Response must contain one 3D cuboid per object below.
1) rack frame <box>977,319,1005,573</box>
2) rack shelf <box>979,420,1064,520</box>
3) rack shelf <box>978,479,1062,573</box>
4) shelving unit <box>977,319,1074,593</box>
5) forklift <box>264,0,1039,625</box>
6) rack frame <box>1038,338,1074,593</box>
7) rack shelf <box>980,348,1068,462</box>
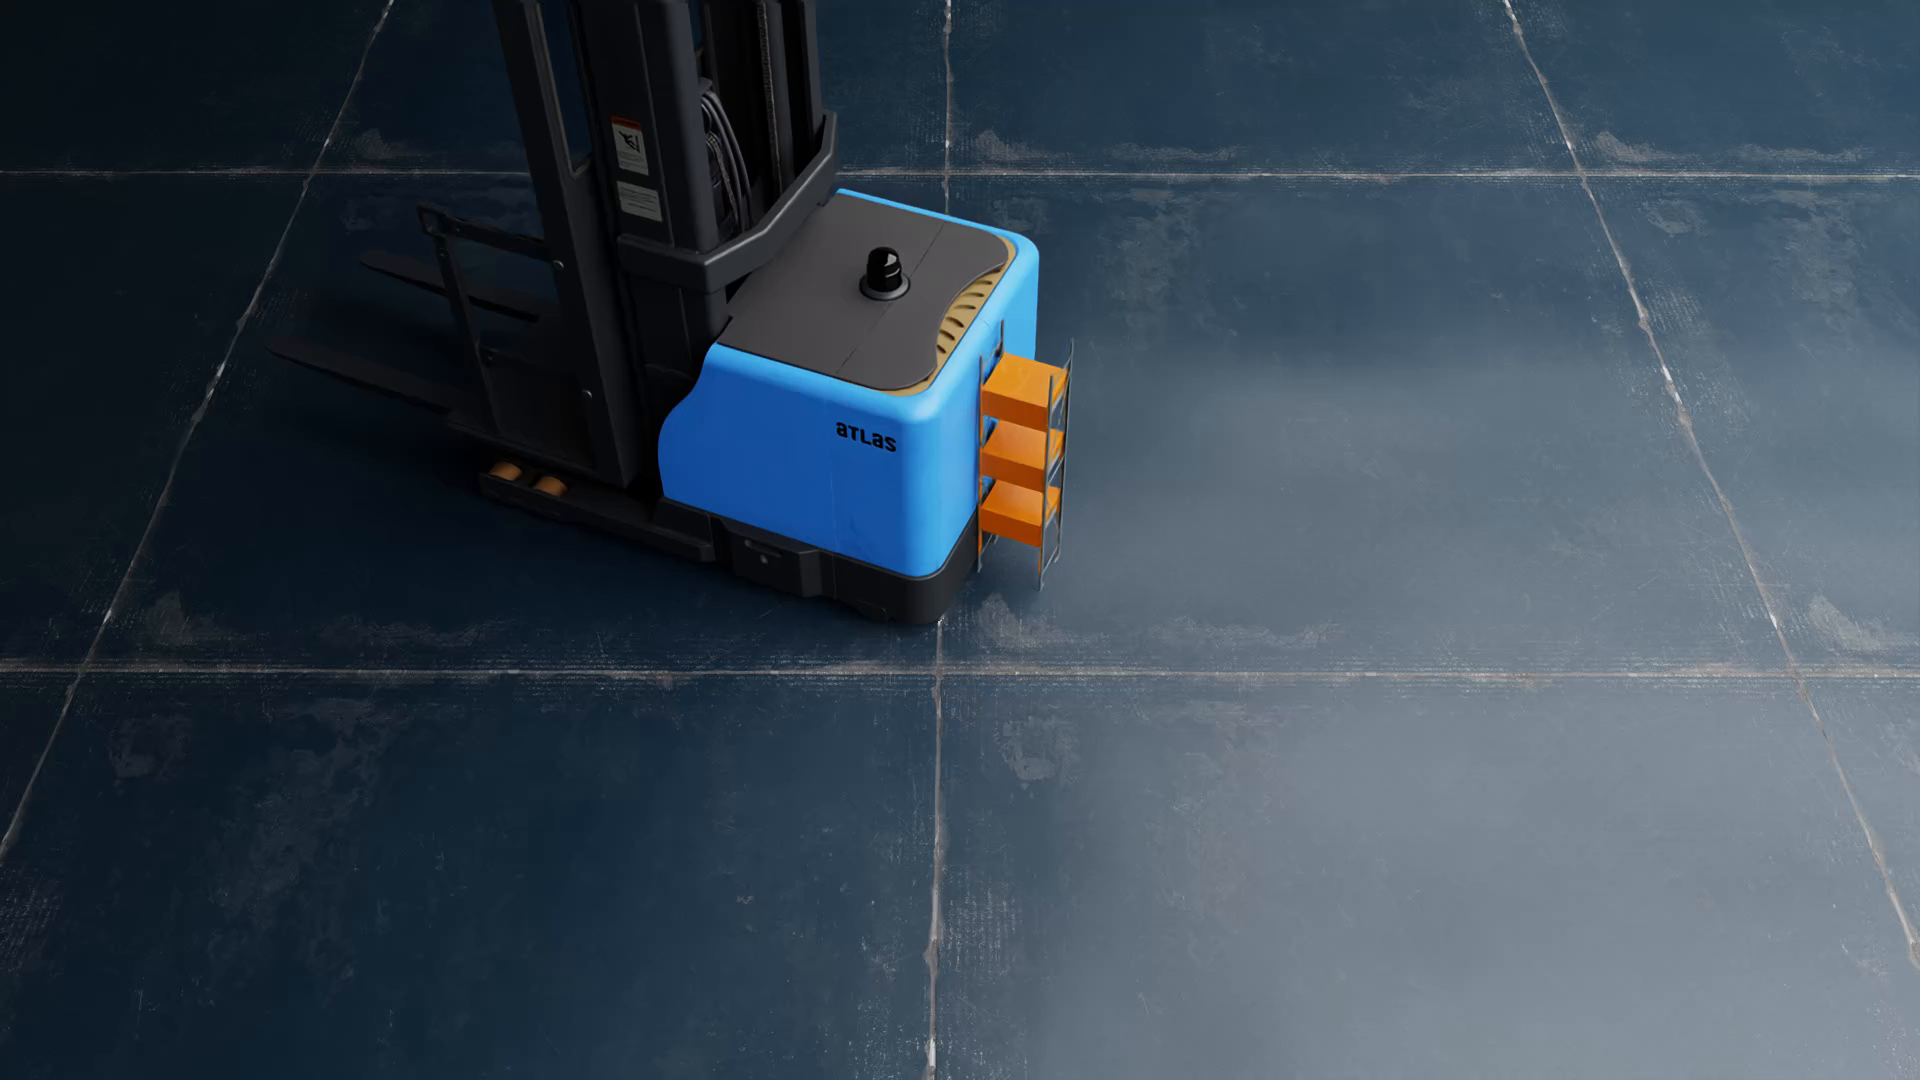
[{"bbox_3d":[0.105,-0.304,5.815,0.008,1.050,0.200,17,49,16],"label":"rack frame"},{"bbox_3d":[0.217,-0.261,5.790,0.240,0.259,0.215,17,49,16],"label":"rack shelf"},{"bbox_3d":[0.217,-0.072,5.994,0.240,0.259,0.215,17,49,16],"label":"rack shelf"},{"bbox_3d":[0.217,-0.268,5.783,0.252,1.050,0.215,17,49,16],"label":"shelving unit"},{"bbox_3d":[-1.276,-1.416,5.565,3.031,2.935,1.130,17,49,16],"label":"forklift"},{"bbox_3d":[0.329,-0.233,5.750,0.008,1.050,0.200,17,49,16],"label":"rack frame"},{"bbox_3d":[0.217,-0.454,5.583,0.240,0.259,0.215,17,49,16],"label":"rack shelf"}]
